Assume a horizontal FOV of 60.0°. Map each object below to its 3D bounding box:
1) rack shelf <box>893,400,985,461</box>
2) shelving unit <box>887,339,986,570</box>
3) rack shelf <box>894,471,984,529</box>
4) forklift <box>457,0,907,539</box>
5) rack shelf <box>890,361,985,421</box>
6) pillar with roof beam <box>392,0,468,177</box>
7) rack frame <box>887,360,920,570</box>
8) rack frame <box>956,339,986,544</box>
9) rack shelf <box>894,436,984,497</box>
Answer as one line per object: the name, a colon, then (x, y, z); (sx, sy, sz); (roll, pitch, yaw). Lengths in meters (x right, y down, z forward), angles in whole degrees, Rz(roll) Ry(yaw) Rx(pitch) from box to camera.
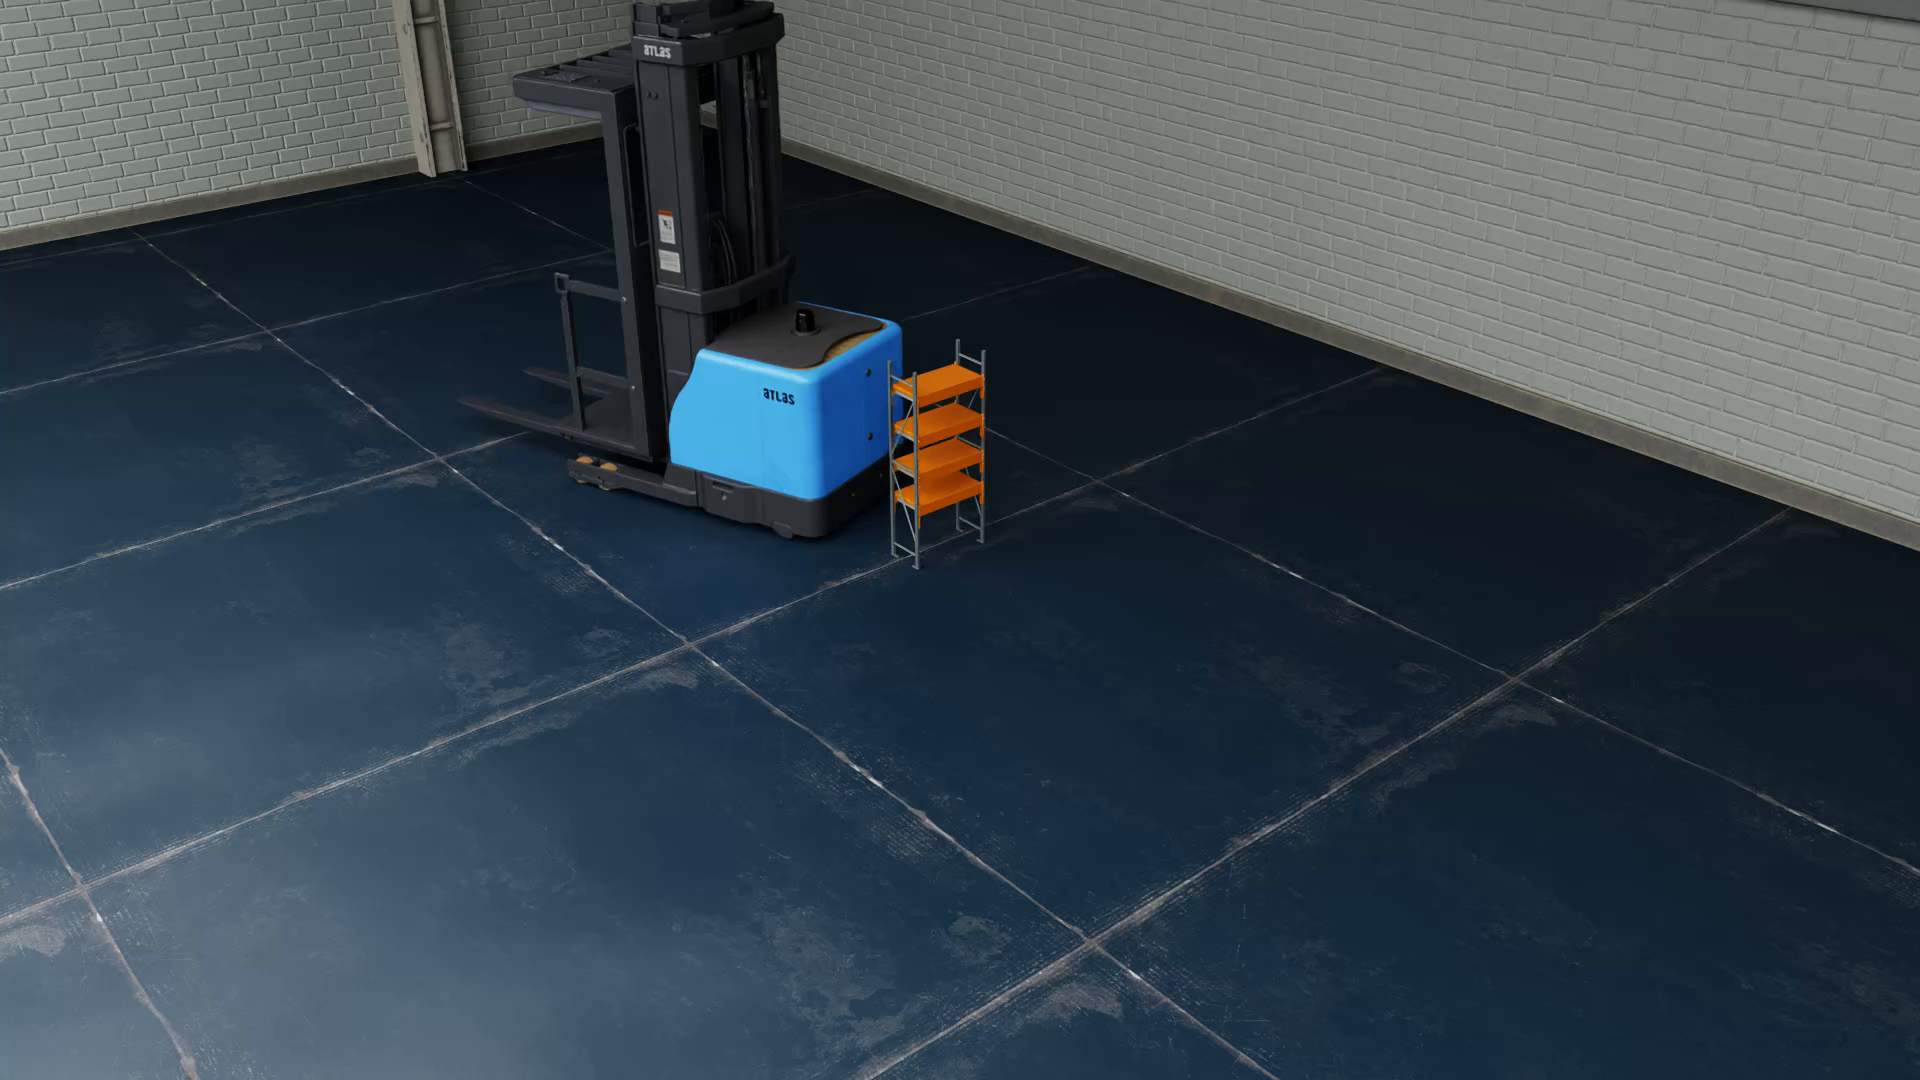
rack shelf: (-0.126, -0.616, 9.299); (0.480, 0.148, 0.258); (-22, 35, -35)
shelving unit: (-0.126, -0.479, 9.372); (0.503, 1.200, 0.258); (-22, 35, -35)
rack shelf: (-0.126, -0.244, 9.498); (0.480, 0.148, 0.258); (-22, 35, -35)
forklift: (-1.860, -1.798, 10.005); (3.031, 2.935, 1.130); (15, 32, 26)
rack shelf: (-0.126, -0.825, 9.187); (0.480, 0.148, 0.258); (-22, 35, -35)
pillar with roof beam: (-2.393, -6.136, 11.684); (0.400, 9.000, 9.100); (-22, 35, -35)
rack frame: (-0.312, -0.404, 9.233); (0.015, 1.200, 0.240); (-22, 35, -35)
rack frame: (0.060, -0.553, 9.512); (0.015, 1.200, 0.240); (-22, 35, -35)
rack shelf: (-0.126, -0.419, 9.404); (0.480, 0.148, 0.258); (-22, 35, -35)
